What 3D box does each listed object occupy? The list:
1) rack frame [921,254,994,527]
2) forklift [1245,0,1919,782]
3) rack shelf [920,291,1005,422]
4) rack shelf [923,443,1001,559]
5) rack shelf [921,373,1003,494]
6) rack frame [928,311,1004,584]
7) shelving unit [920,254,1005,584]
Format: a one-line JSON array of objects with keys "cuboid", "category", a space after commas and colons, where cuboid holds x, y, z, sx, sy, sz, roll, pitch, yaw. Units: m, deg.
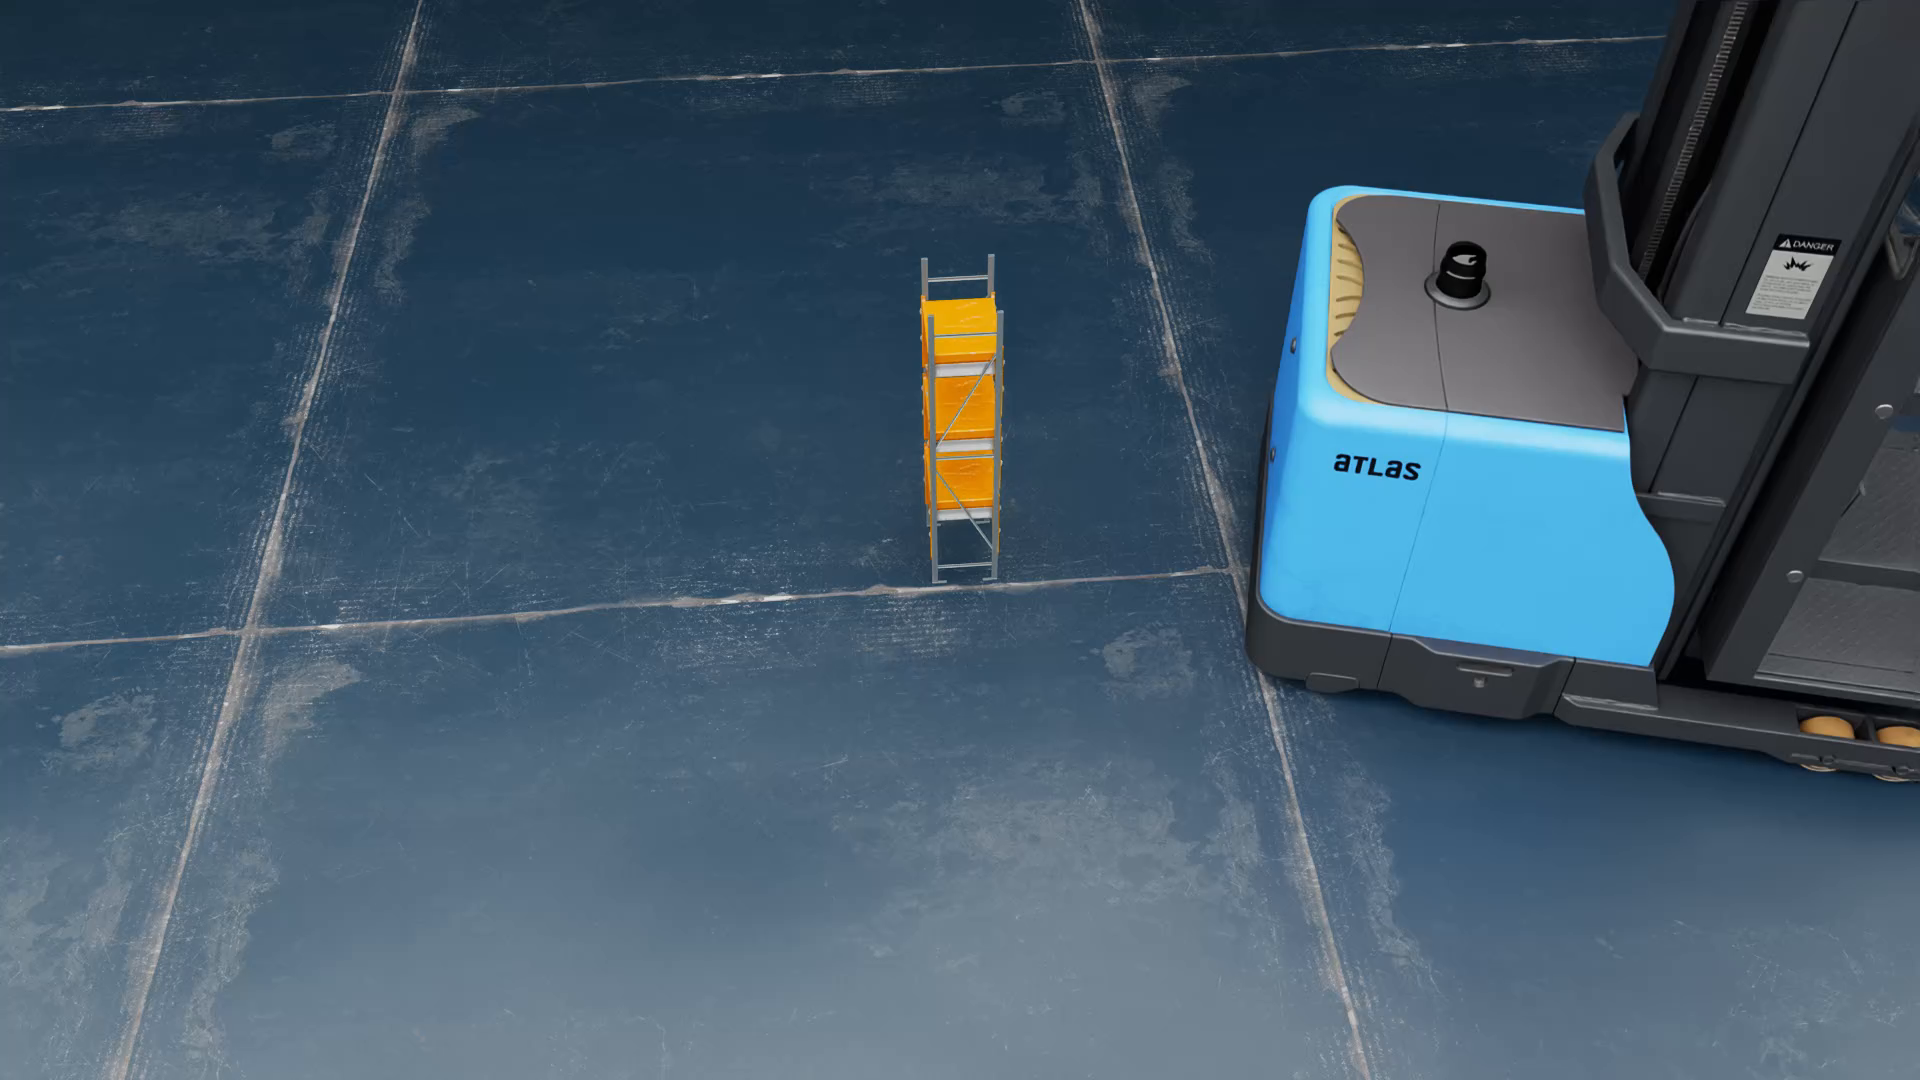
[{"cuboid": [-0.006, -0.411, 4.916, 0.200, 1.050, 0.008, -3, 47, -3], "category": "rack frame"}, {"cuboid": [2.398, -0.758, 3.949, 3.031, 2.935, 1.130, 7, 47, 7], "category": "forklift"}, {"cuboid": [0.004, -0.510, 4.634, 0.215, 0.259, 0.240, -3, 47, -3], "category": "rack shelf"}, {"cuboid": [0.004, -0.124, 5.042, 0.215, 0.259, 0.240, -3, 47, -3], "category": "rack shelf"}, {"cuboid": [0.004, -0.315, 4.840, 0.215, 0.259, 0.240, -3, 47, -3], "category": "rack shelf"}, {"cuboid": [0.015, -0.234, 4.749, 0.200, 1.050, 0.008, -3, 47, -3], "category": "rack frame"}, {"cuboid": [0.004, -0.322, 4.832, 0.215, 1.050, 0.252, -3, 47, -3], "category": "shelving unit"}]
